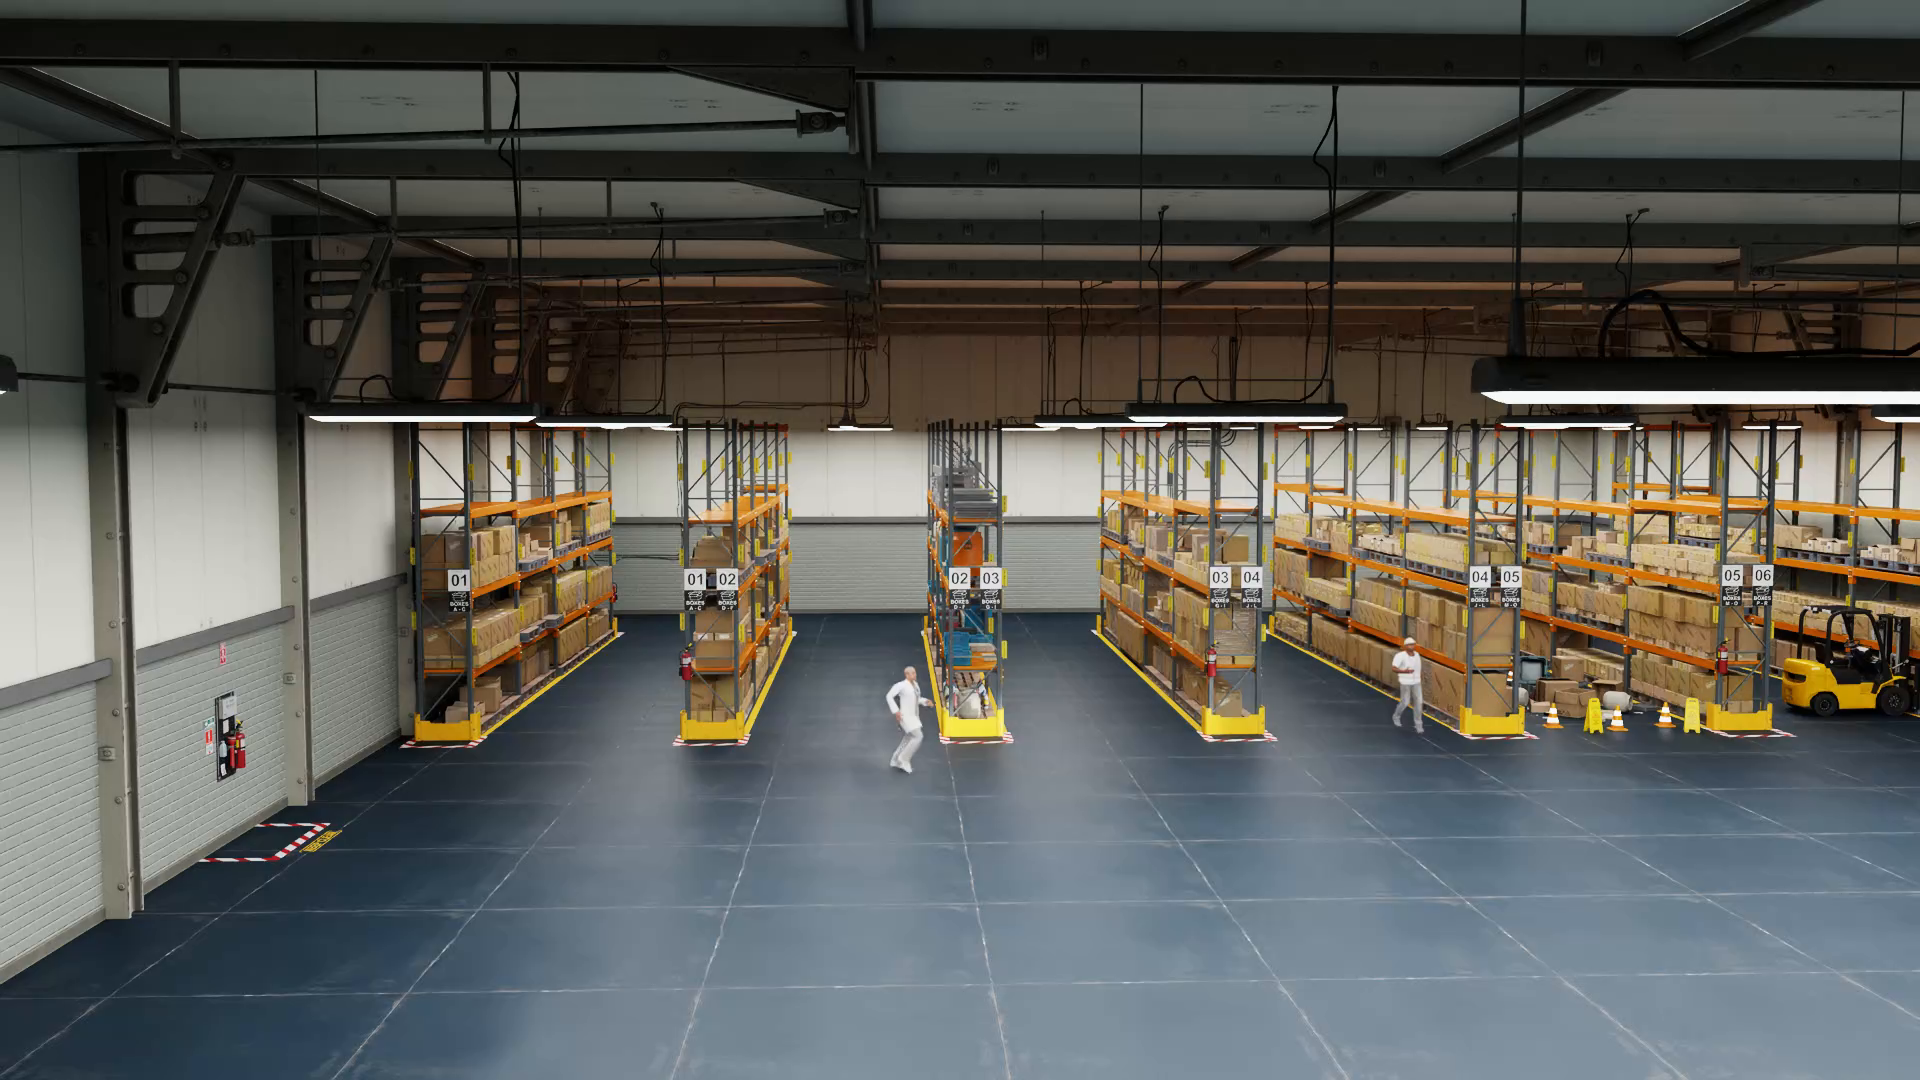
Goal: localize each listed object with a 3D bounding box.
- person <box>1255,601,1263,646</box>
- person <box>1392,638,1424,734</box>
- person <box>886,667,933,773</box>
[{"bbox_3d":[7.878,2.060,44.681,0.551,1.585,0.809,0,4,4],"label":"person"},{"bbox_3d":[8.645,2.781,32.043,0.694,1.806,0.842,-1,4,-15],"label":"person"},{"bbox_3d":[-0.838,3.043,28.211,0.765,1.792,0.701,1,4,22],"label":"person"}]
